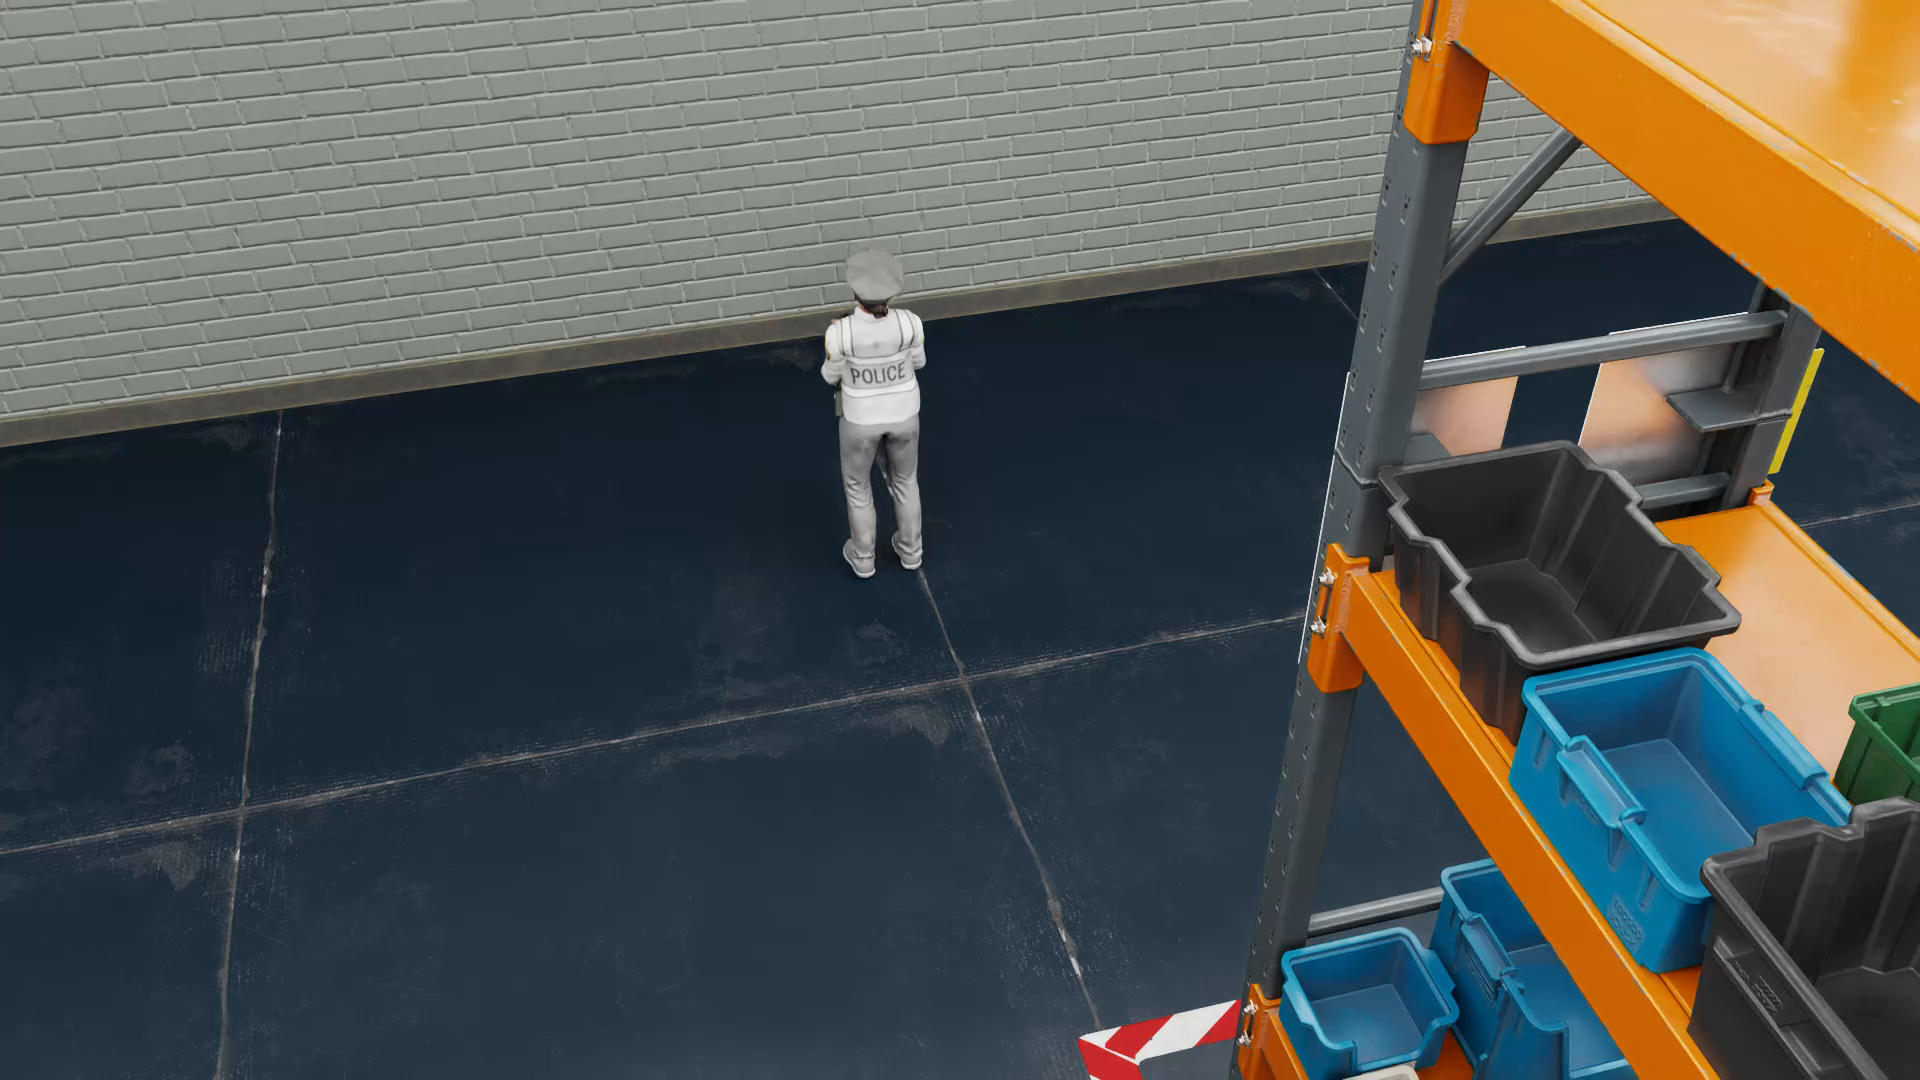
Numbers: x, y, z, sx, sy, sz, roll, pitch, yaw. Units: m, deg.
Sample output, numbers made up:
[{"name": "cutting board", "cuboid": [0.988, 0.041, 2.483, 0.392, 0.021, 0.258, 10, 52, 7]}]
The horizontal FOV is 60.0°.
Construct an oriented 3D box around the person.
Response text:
[{"name": "person", "cuboid": [-0.382, -0.595, 7.442, 0.460, 1.686, 0.564, -9, 39, -12]}]
